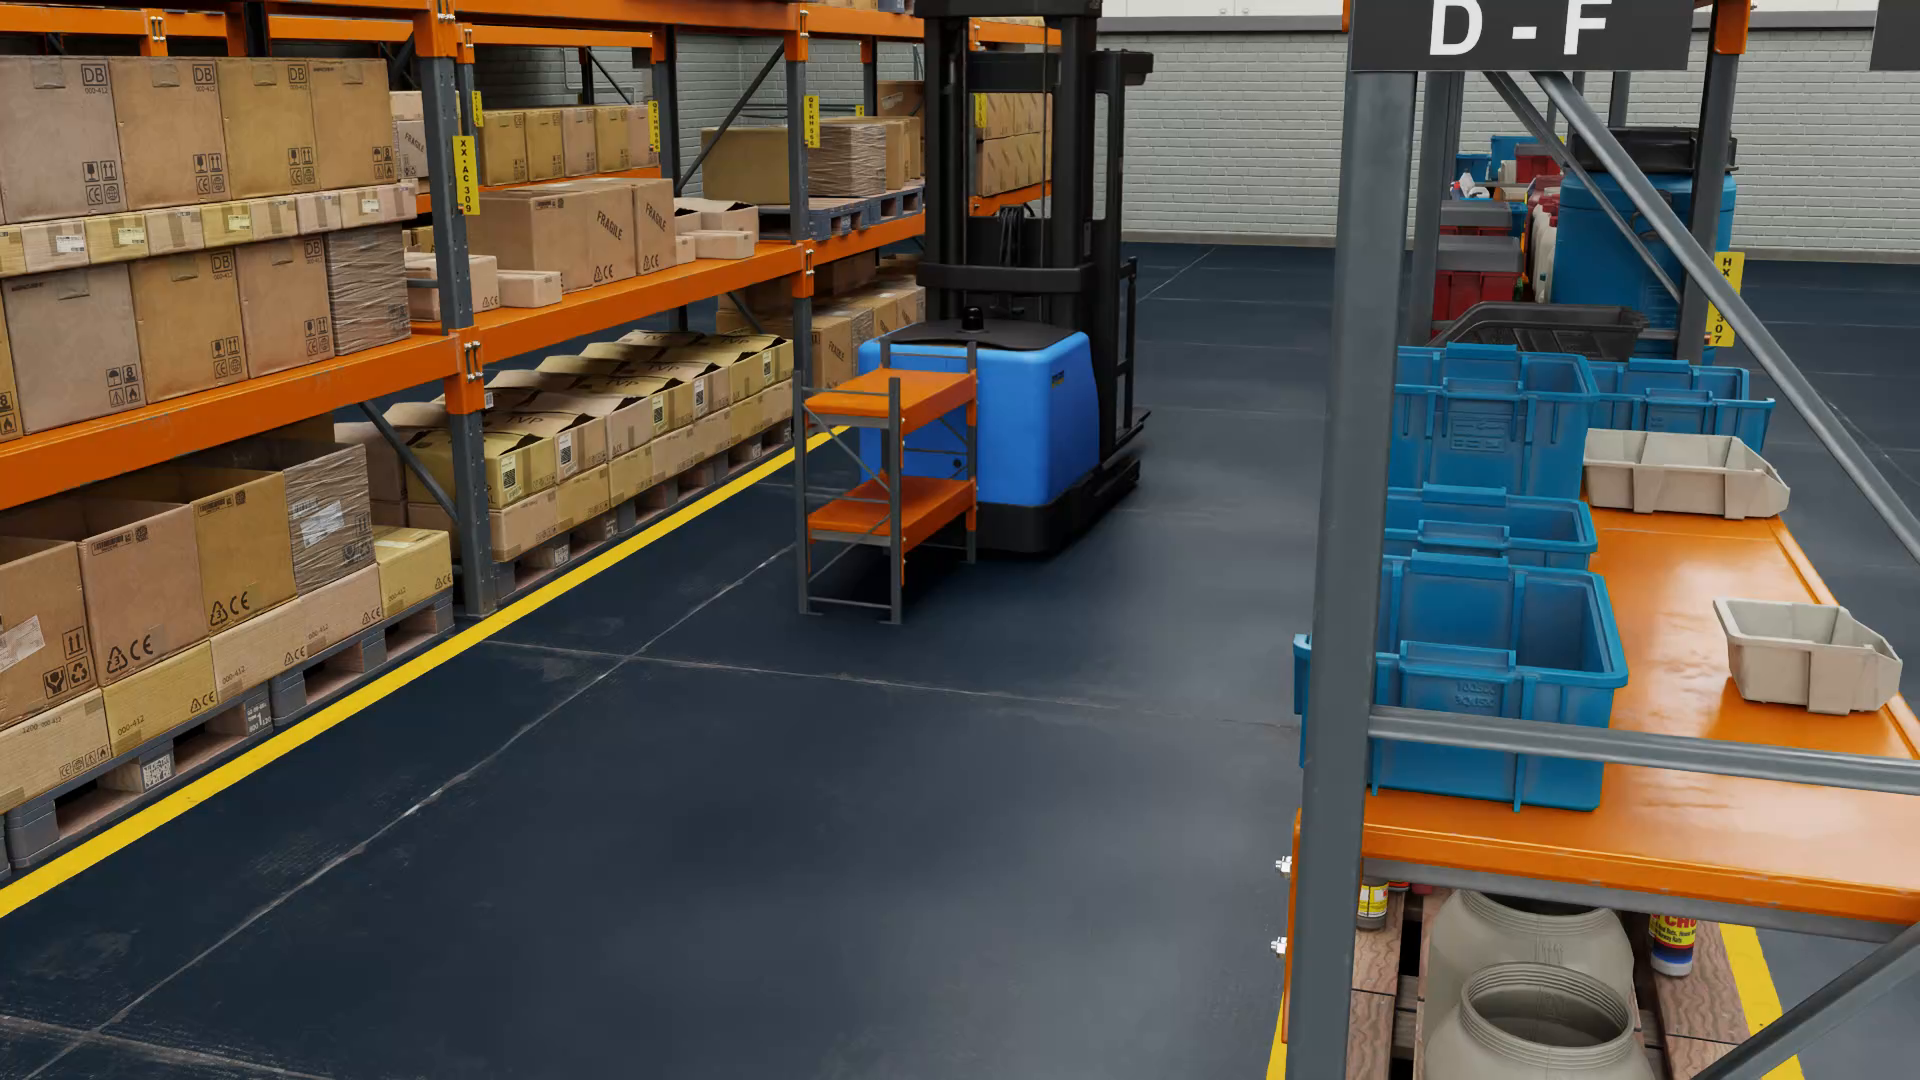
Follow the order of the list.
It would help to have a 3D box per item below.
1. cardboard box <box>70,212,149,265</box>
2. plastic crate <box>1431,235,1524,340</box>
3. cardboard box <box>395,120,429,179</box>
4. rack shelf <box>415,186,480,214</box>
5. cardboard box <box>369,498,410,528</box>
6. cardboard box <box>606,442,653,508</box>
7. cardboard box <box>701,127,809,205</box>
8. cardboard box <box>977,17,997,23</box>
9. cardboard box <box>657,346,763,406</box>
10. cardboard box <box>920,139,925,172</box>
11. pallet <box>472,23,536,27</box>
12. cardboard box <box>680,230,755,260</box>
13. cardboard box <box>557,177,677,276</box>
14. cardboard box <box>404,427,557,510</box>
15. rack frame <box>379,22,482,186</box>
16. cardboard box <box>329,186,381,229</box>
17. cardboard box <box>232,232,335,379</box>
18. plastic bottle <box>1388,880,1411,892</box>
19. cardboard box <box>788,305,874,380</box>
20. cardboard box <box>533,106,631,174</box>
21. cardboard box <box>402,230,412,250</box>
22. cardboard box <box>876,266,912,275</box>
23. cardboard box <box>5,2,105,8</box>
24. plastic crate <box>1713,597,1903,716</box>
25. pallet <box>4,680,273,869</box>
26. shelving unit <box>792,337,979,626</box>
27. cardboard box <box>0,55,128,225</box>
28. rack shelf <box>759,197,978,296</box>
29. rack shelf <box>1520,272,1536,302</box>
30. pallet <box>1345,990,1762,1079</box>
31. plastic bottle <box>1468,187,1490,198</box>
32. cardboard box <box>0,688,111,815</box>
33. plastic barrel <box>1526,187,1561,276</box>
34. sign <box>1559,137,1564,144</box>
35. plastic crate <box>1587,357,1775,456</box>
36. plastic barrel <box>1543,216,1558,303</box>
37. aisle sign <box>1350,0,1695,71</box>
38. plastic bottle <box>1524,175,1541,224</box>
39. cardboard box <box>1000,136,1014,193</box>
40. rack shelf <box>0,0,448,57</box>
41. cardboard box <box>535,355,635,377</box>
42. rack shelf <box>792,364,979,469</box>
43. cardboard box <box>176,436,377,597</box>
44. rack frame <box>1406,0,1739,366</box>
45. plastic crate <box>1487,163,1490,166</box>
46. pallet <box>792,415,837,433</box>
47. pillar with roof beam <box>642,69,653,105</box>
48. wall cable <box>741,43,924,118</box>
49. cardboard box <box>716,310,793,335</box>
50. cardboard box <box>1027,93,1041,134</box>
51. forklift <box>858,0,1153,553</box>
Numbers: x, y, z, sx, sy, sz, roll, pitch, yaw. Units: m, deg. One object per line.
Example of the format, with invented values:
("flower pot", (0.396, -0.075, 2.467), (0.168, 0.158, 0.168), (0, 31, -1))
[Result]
("cardboard box", (-2.931, -1.003, 5.497), (0.380, 0.149, 0.250), (5, 17, 18))
("plastic crate", (1.968, -0.929, 6.489), (0.402, 0.464, 0.583), (5, 16, 16))
("cardboard box", (-5.127, -3.535, 15.030), (0.500, 0.500, 0.500), (5, 17, 16))
("rack shelf", (-5.670, -2.739, 14.308), (1.077, 0.370, 4.000), (5, 16, 16))
("cardboard box", (-2.785, -0.143, 8.104), (0.500, 0.250, 0.500), (4, 16, 15))
("cardboard box", (-1.981, -0.367, 8.897), (0.500, 0.250, 0.500), (4, 16, 14))
("cardboard box", (-1.417, -2.603, 11.555), (0.700, 0.500, 0.500), (-1, 16, -3))
("cardboard box", (0.024, -4.704, 14.696), (0.500, 0.250, 0.500), (5, 16, 16))
("cardboard box", (-1.542, -1.035, 10.224), (0.500, 0.311, 0.500), (4, 16, 15))
("cardboard box", (-0.455, -3.424, 15.222), (0.500, 0.500, 0.500), (5, 17, 17))
("pallet", (-4.510, -5.540, 17.531), (1.003, 0.211, 1.213), (5, 16, 16))
("cardboard box", (-1.479, -1.801, 10.144), (0.380, 0.149, 0.250), (5, 16, 16))
("cardboard box", (-1.949, -1.787, 9.449), (0.500, 0.500, 0.500), (4, 16, 13))
("cardboard box", (-2.268, -0.370, 7.879), (0.500, 0.311, 0.500), (5, 16, 16))
("rack frame", (-5.102, -3.609, 16.055), (1.000, 3.000, 0.127), (5, 16, 16))
("cardboard box", (-2.569, -1.340, 6.686), (0.380, 0.149, 0.250), (4, 16, 15))
("cardboard box", (-2.888, -0.925, 6.412), (0.700, 0.500, 0.500), (4, 16, 15))
("plastic bottle", (1.186, 0.820, 4.628), (0.152, 0.276, 0.135), (5, 17, 16))
("cardboard box", (-0.941, -1.422, 12.122), (0.500, 0.500, 0.500), (4, 16, 14))
("cardboard box", (-4.296, -4.474, 18.556), (0.980, 0.700, 0.700), (4, 16, 15))
("cardboard box", (-5.411, -2.363, 14.835), (0.750, 0.750, 0.750), (5, 17, 18))
("cardboard box", (-0.722, -2.127, 14.605), (0.500, 0.500, 0.500), (4, 16, 13))
("cardboard box", (-6.184, -3.763, 11.227), (0.500, 0.311, 0.500), (5, 16, 16))
("plastic crate", (1.550, 0.217, 3.051), (0.298, 0.136, 0.250), (5, 16, 16))
("pallet", (-3.236, 0.734, 5.854), (1.003, 0.211, 1.213), (5, 16, 16))
("shelving unit", (-0.327, -0.312, 7.869), (0.538, 1.125, 1.048), (6, 17, 19))
("cardboard box", (-3.172, -1.294, 5.334), (0.700, 0.500, 0.500), (5, 16, 16))
("rack shelf", (-0.919, -2.356, 12.957), (1.077, 0.370, 4.000), (5, 16, 16))
("rack shelf", (2.692, -0.924, 7.910), (1.077, 0.370, 4.000), (5, 16, 16))
("pallet", (1.199, 1.405, 3.489), (1.003, 0.211, 1.213), (5, 16, 16))
("plastic bottle", (3.783, -2.435, 12.145), (0.152, 0.276, 0.135), (5, 16, 16))
("cardboard box", (-3.115, 0.650, 5.310), (0.500, 0.250, 0.500), (5, 16, 16))
("plastic barrel", (3.173, -1.562, 8.634), (0.421, 0.512, 0.421), (0, 16, 0))
("sign", (6.066, -3.927, 16.878), (0.100, 0.325, 0.005), (5, 16, 16))
("plastic crate", (2.069, -0.365, 4.892), (0.499, 0.251, 0.616), (5, 16, 16))
("plastic barrel", (2.606, -1.046, 6.771), (0.433, 0.535, 0.433), (0, 16, 0))
("aisle sign", (0.682, -0.956, 1.938), (0.394, 0.787, 0.004), (5, 16, 16))
("plastic bottle", (4.259, -2.514, 12.285), (0.144, 0.351, 0.185), (5, 16, 16))
("cardboard box", (0.197, -3.520, 15.559), (0.500, 0.500, 0.500), (5, 17, 17))
("rack shelf", (-3.193, -1.706, 5.169), (1.077, 0.370, 4.000), (5, 16, 16))
("cardboard box", (-2.207, -0.942, 9.896), (0.500, 0.311, 0.500), (4, 16, 14))
("rack shelf", (-0.327, -0.594, 7.790), (0.538, 0.278, 1.000), (6, 17, 19))
("cardboard box", (-2.700, -0.104, 6.595), (0.500, 0.500, 0.500), (5, 16, 16))
("rack frame", (2.123, -0.747, 5.967), (1.000, 3.000, 0.127), (5, 16, 16))
("plastic crate", (4.688, -3.373, 15.421), (0.416, 0.233, 0.300), (5, 16, 16))
("pallet", (-1.239, -1.030, 12.073), (1.003, 0.211, 1.213), (5, 16, 16))
("pillar with roof beam", (0.101, -7.981, 20.476), (9.100, 9.000, 0.400), (5, 16, 16))
("wall cable", (-2.015, -7.499, 24.469), (3.097, 2.526, 0.112), (5, 16, 16))
("cardboard box", (-1.447, -1.451, 12.222), (0.500, 0.500, 0.500), (5, 17, 18))
("cardboard box", (0.491, -4.261, 16.338), (0.500, 0.500, 0.500), (5, 17, 18))
("forklift", (0.440, -1.705, 9.470), (1.130, 2.935, 3.031), (6, 17, 19))
